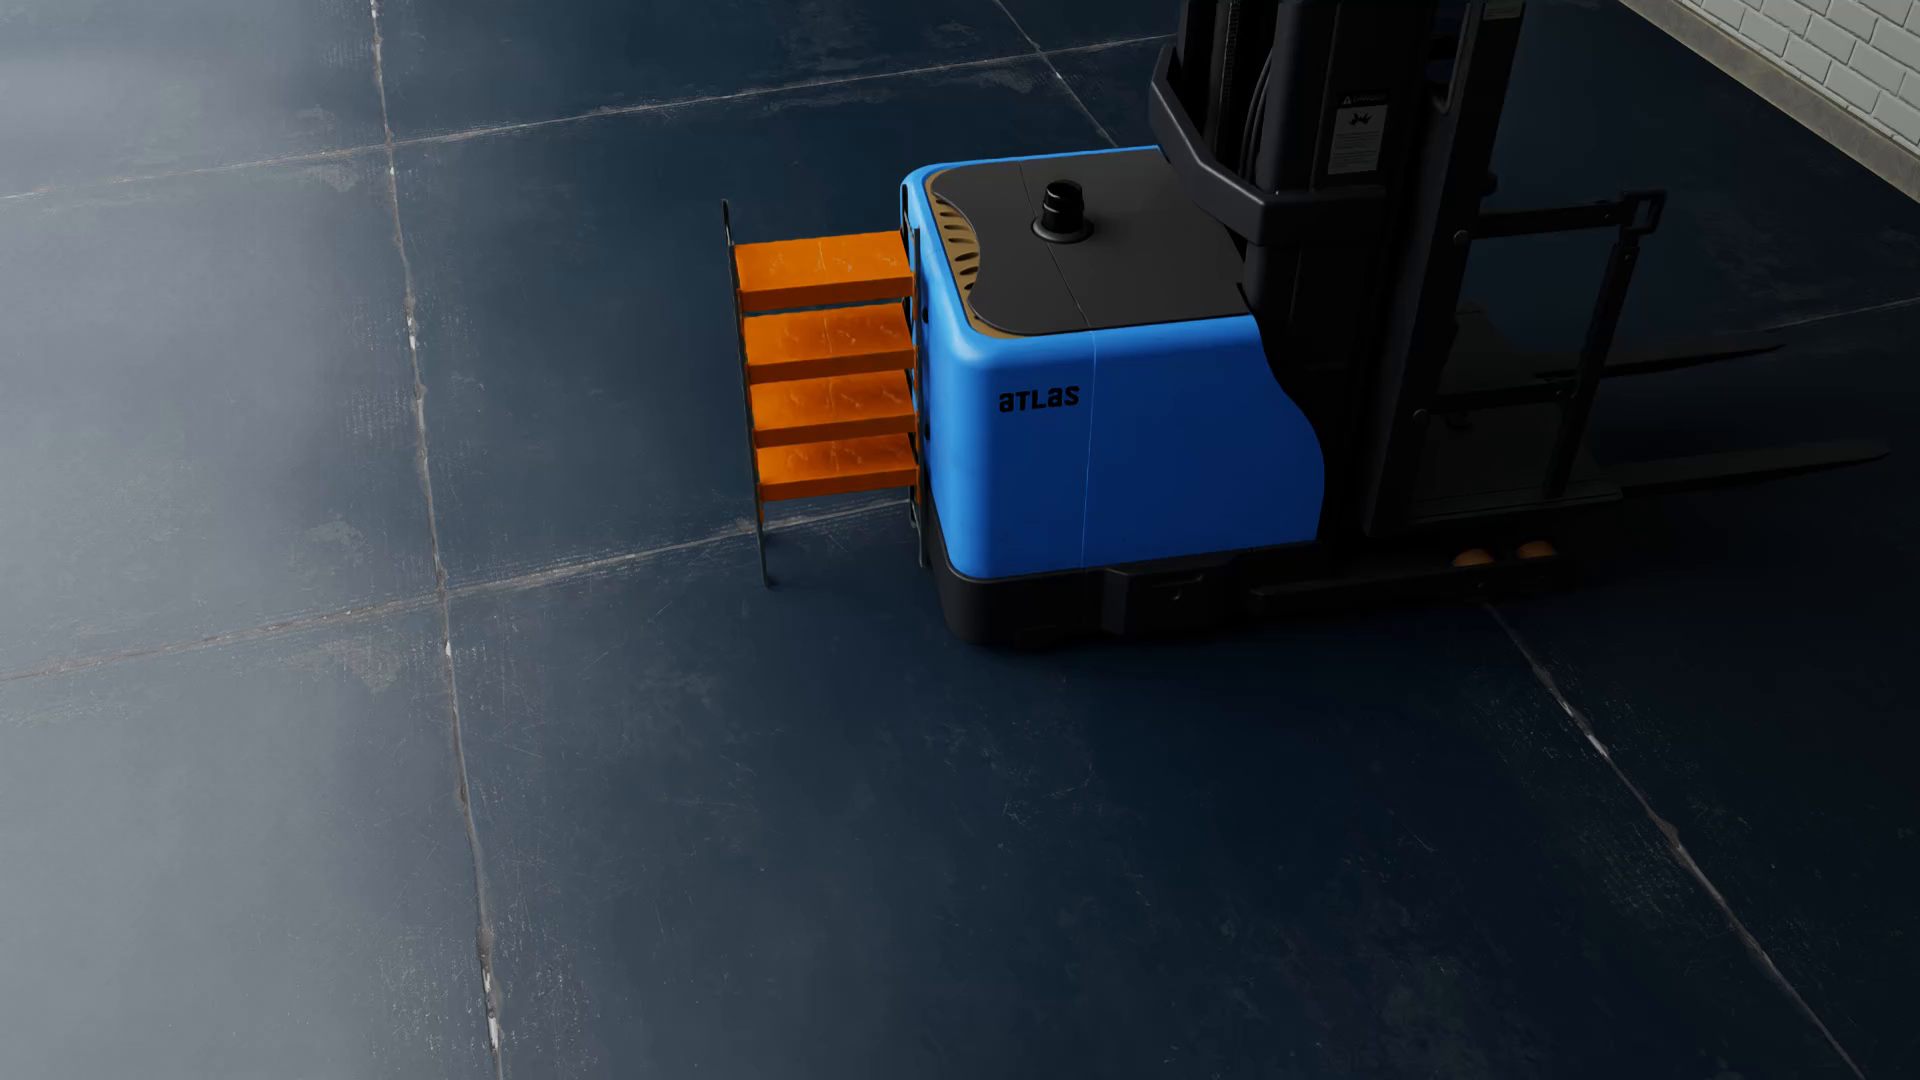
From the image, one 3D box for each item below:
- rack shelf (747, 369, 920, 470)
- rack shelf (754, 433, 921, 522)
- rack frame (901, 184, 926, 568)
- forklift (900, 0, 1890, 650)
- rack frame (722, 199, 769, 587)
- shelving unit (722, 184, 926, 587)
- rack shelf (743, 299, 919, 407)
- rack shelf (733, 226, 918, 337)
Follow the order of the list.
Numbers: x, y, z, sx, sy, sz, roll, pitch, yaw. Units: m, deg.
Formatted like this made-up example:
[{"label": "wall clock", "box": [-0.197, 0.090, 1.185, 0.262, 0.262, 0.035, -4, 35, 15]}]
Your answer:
[{"label": "rack shelf", "box": [-0.373, -0.364, 4.857, 0.480, 0.148, 0.258, -7, 42, -7]}, {"label": "rack shelf", "box": [-0.373, -0.214, 4.987, 0.480, 0.148, 0.258, -7, 42, -7]}, {"label": "rack frame", "box": [-0.133, -0.442, 4.844, 0.015, 1.200, 0.240, -7, 42, -7]}, {"label": "forklift", "box": [1.379, -1.253, 4.456, 3.031, 2.935, 1.130, -7, 42, -8]}, {"label": "rack frame", "box": [-0.613, -0.387, 4.781, 0.015, 1.200, 0.240, -7, 42, -7]}, {"label": "shelving unit", "box": [-0.373, -0.415, 4.813, 0.503, 1.200, 0.258, -7, 42, -7]}, {"label": "rack shelf", "box": [-0.373, -0.532, 4.710, 0.480, 0.148, 0.258, -7, 42, -7]}, {"label": "rack shelf", "box": [-0.373, -0.711, 4.554, 0.480, 0.148, 0.258, -7, 42, -7]}]
